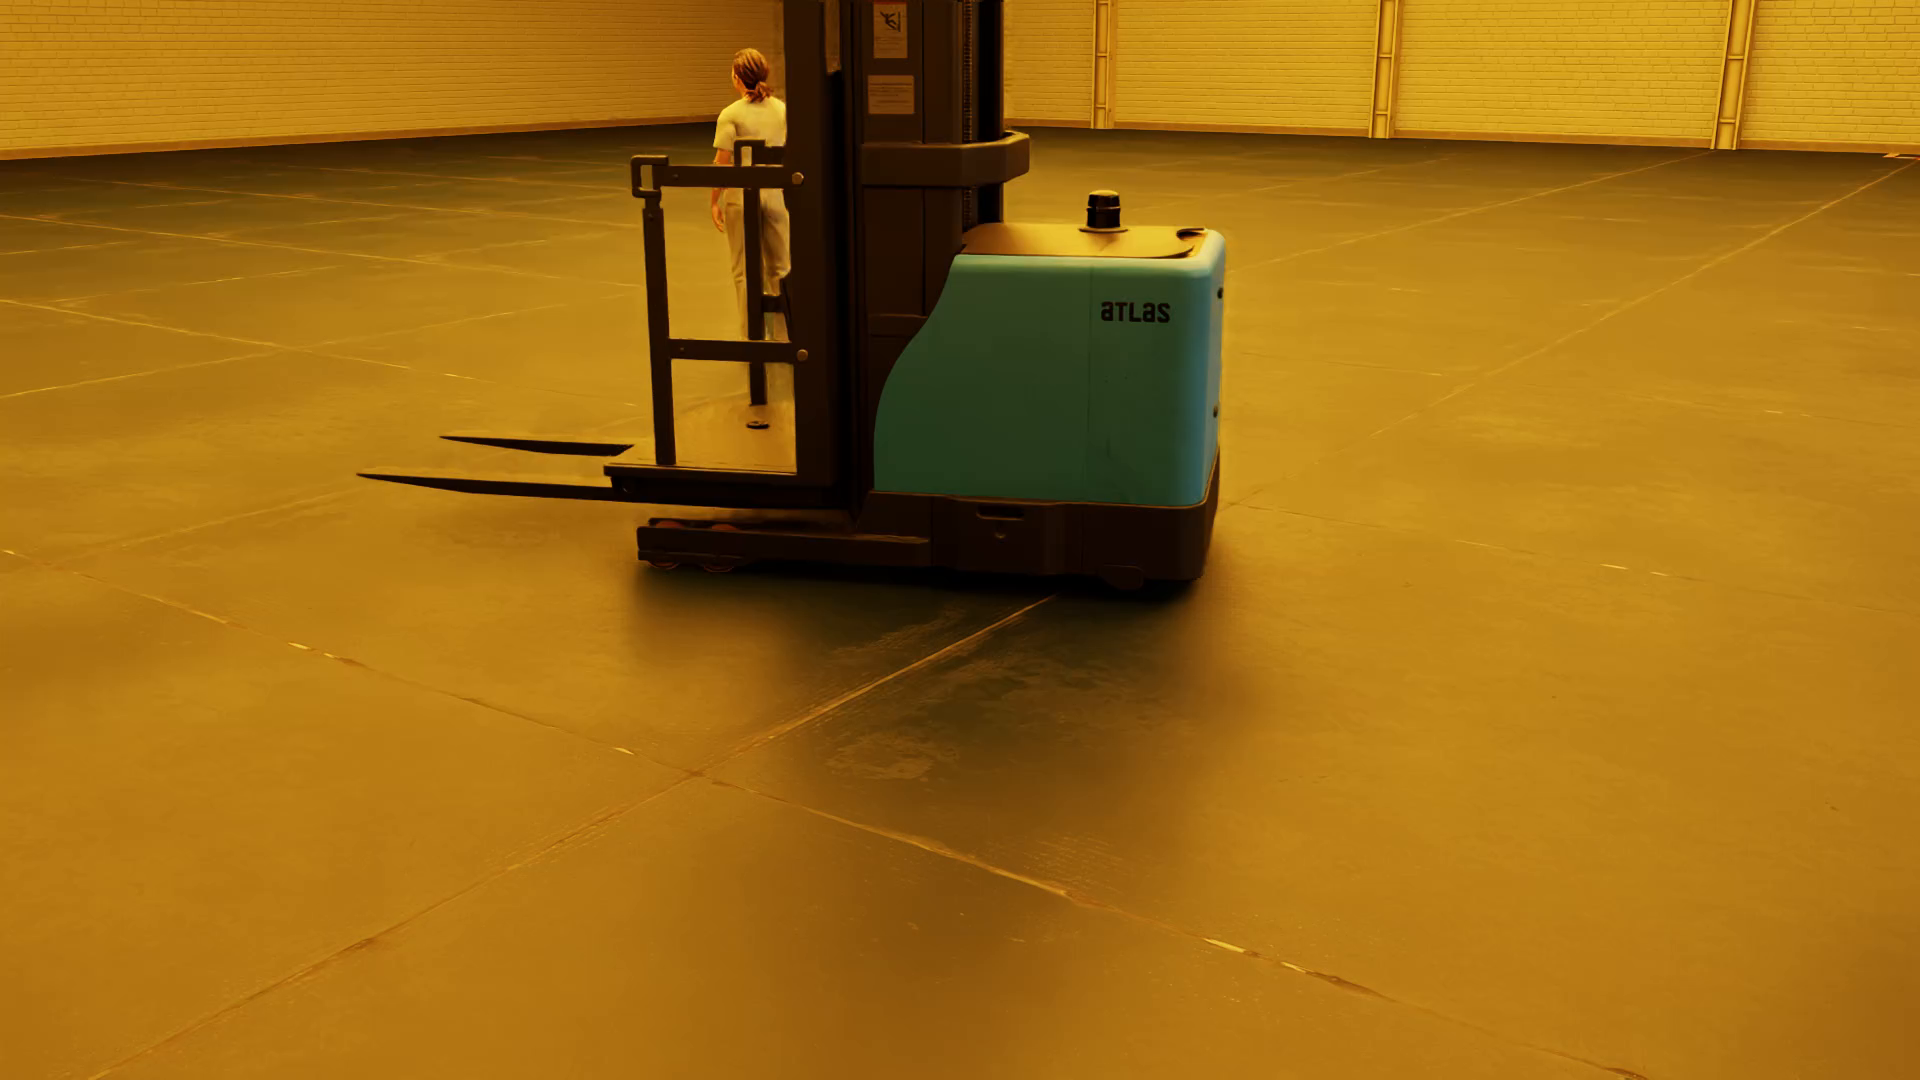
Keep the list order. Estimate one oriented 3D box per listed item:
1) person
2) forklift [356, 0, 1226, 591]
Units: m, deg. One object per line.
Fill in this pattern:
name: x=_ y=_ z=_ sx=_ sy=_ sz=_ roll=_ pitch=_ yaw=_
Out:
person: x=-1.137 y=-1.824 z=9.136 sx=0.527 sy=1.672 sz=0.524 roll=-8 pitch=19 yaw=-26
forklift: x=-0.620 y=-1.435 z=5.631 sx=3.031 sy=2.935 sz=1.130 roll=3 pitch=17 yaw=11
